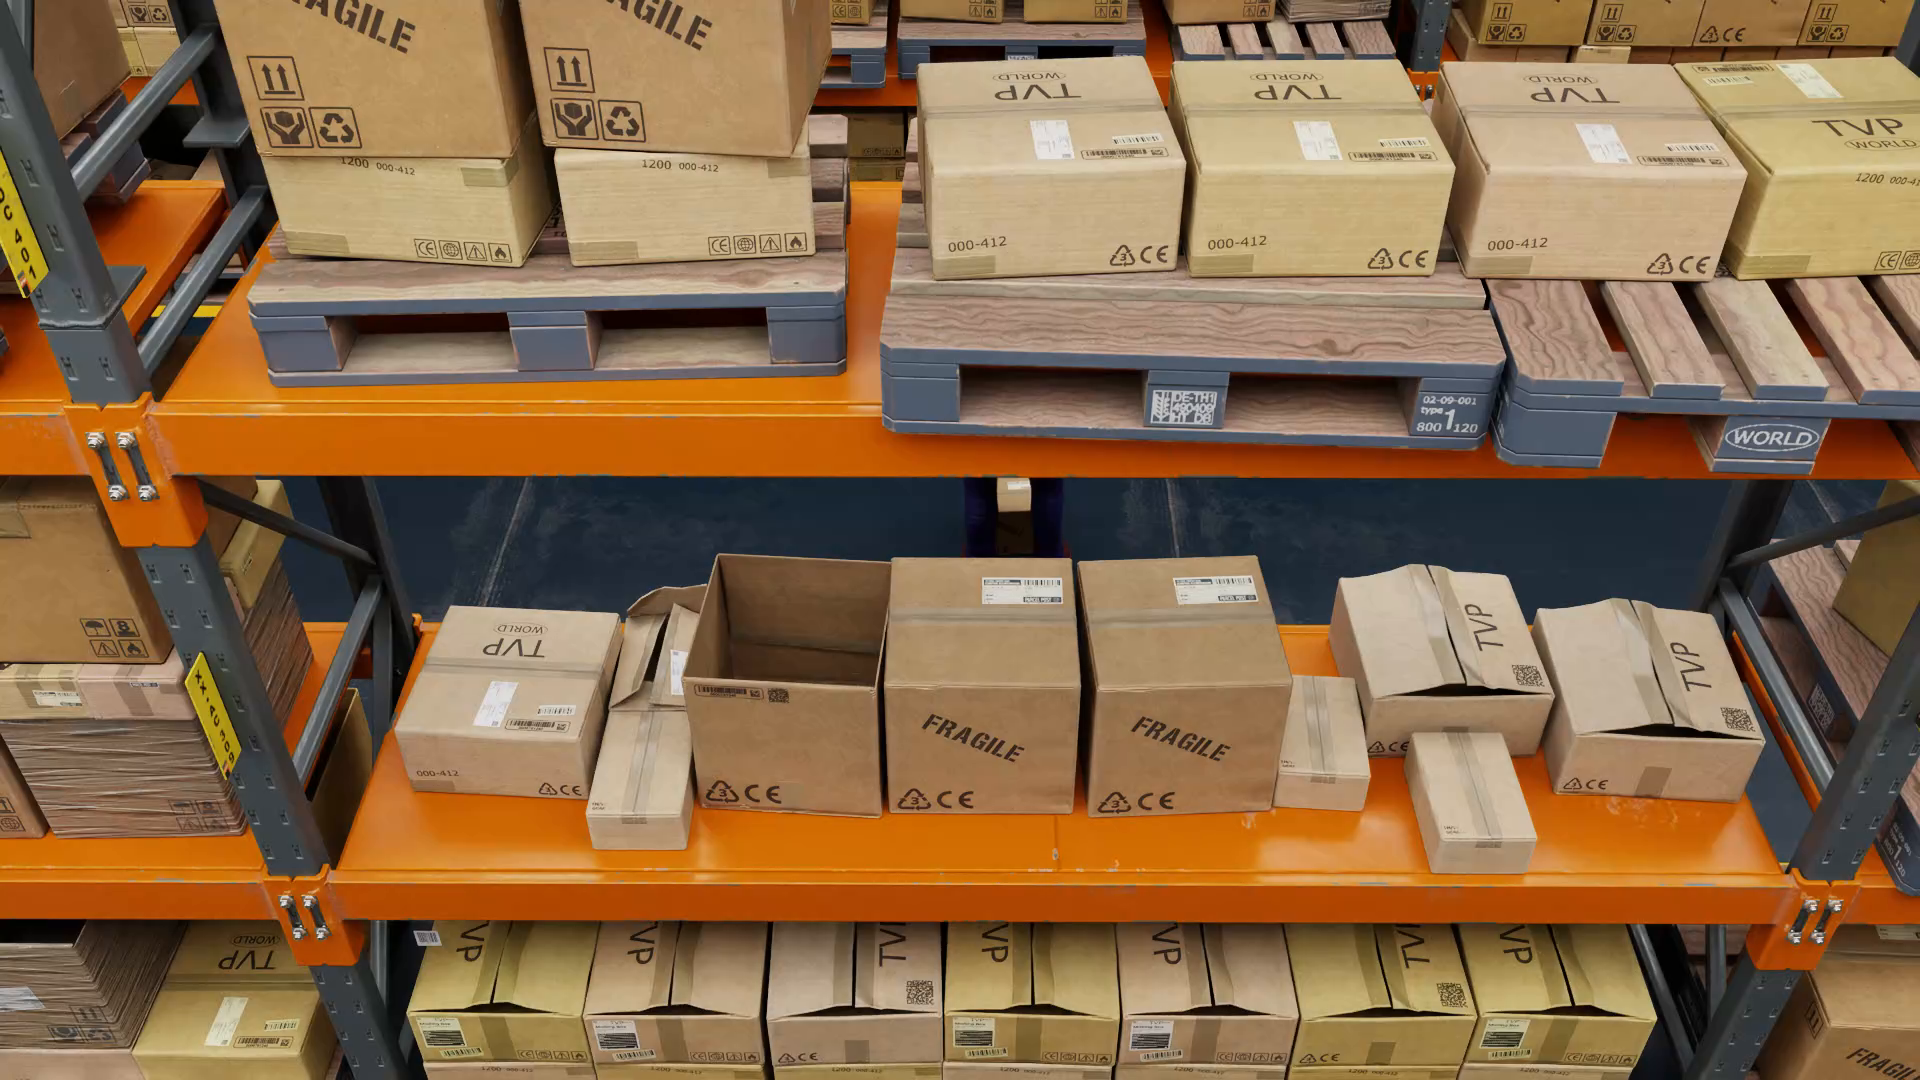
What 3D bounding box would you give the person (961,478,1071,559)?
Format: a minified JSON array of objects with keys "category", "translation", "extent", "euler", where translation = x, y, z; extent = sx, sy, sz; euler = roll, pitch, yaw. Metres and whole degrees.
[{"category":"person","translation":[0.219,-0.505,6.768],"extent":[0.546,1.651,0.331],"euler":[0,40,0]}]
